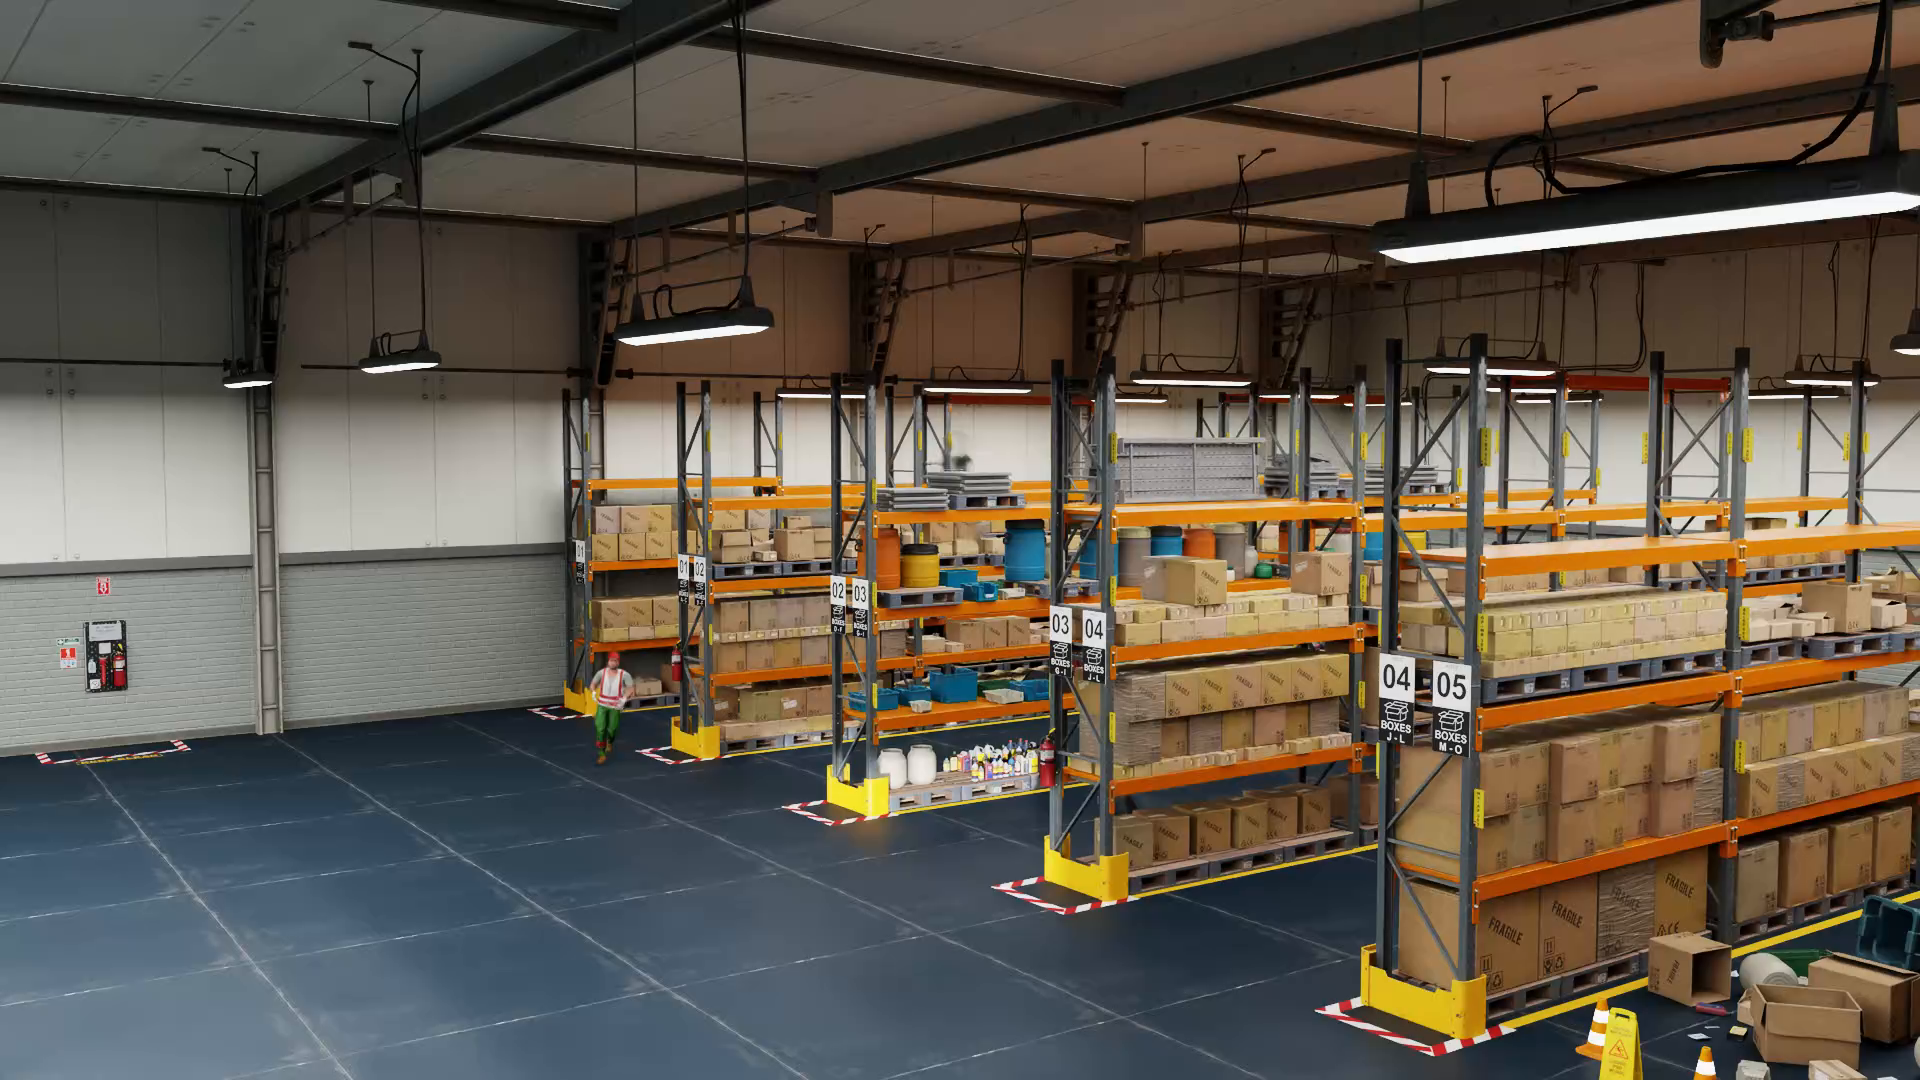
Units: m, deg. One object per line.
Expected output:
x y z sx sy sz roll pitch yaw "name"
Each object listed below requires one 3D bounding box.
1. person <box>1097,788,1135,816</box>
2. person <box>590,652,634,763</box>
2.019 2.968 21.398 0.546 1.653 0.663 3 5 40 "person"
-5.503 2.624 26.263 0.693 1.730 0.654 0 4 -1 "person"
